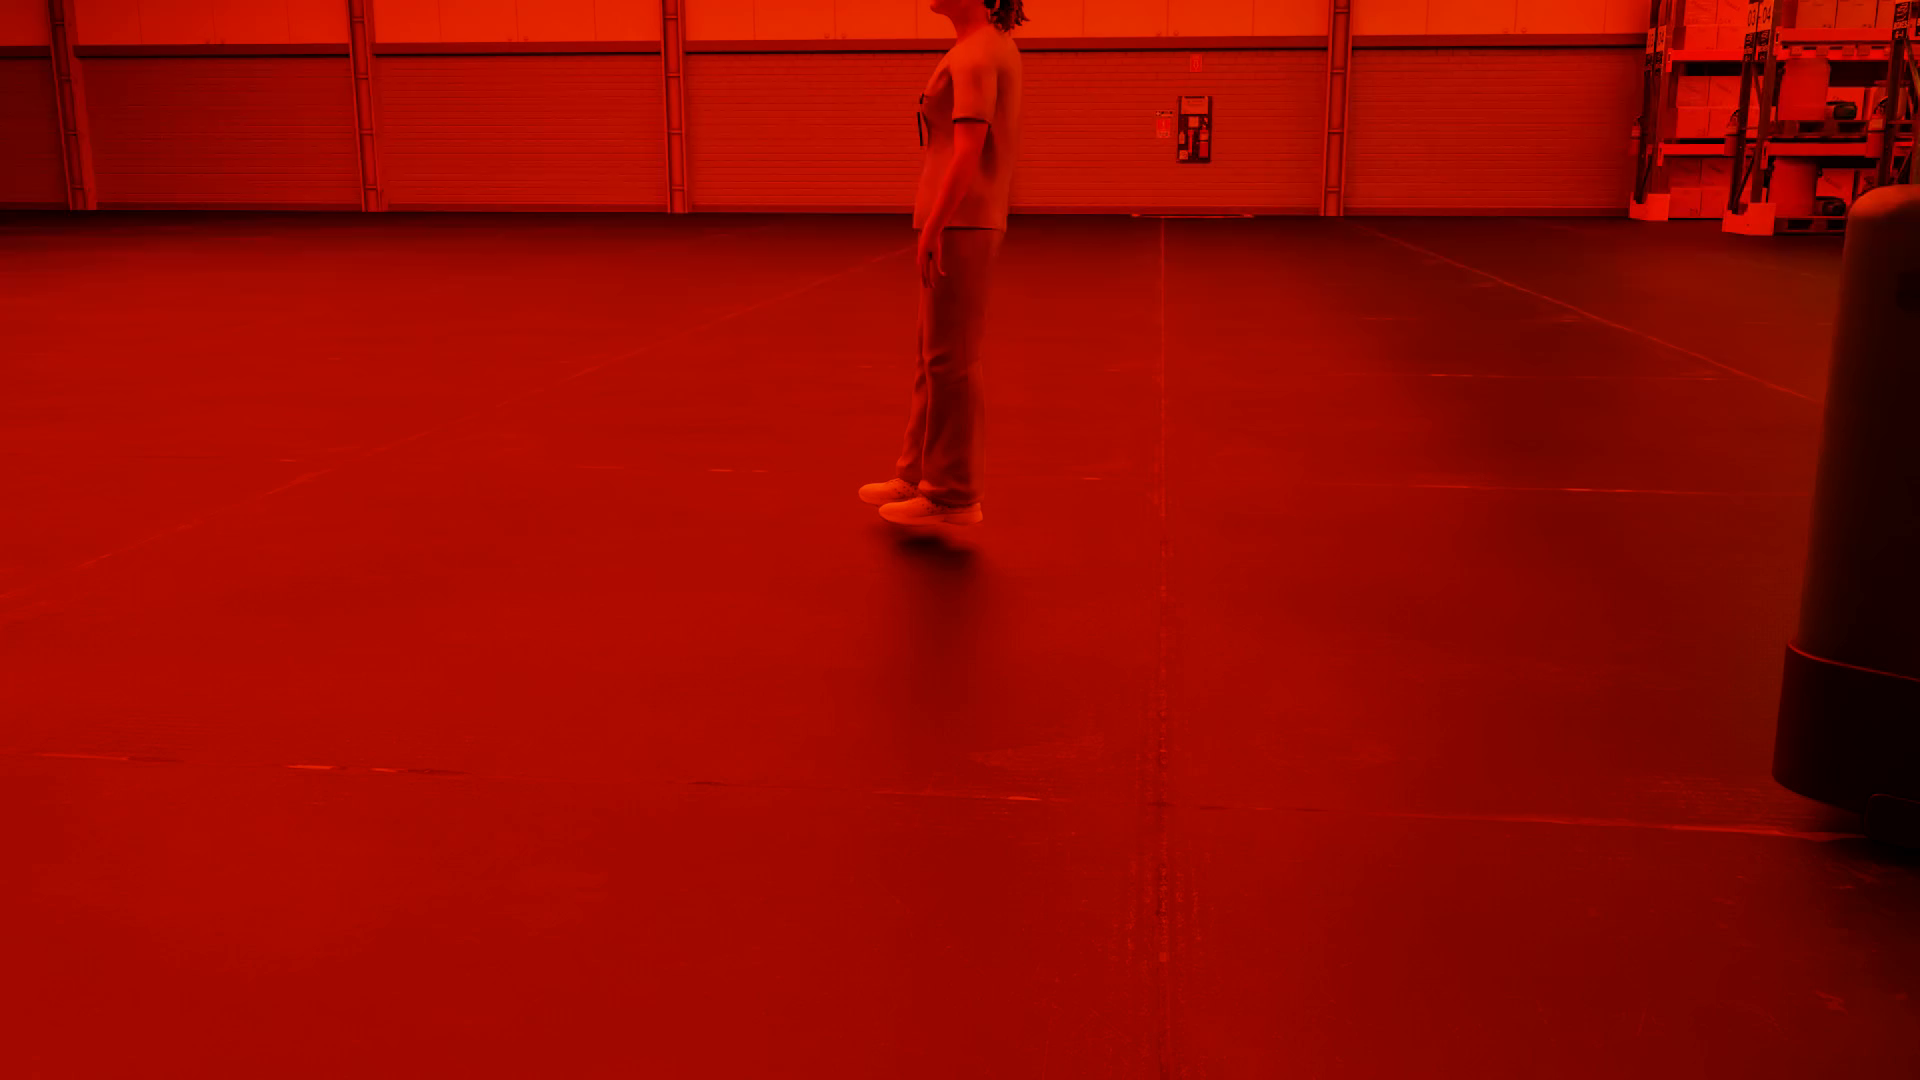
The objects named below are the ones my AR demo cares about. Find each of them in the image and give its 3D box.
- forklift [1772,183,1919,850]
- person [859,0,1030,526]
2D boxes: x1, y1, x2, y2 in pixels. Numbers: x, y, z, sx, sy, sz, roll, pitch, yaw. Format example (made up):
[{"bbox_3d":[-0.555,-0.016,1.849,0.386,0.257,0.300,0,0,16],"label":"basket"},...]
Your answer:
[{"bbox_3d":[2.777,-0.771,1.809,1.130,2.935,3.031,-12,18,-42],"label":"forklift"},{"bbox_3d":[-0.072,-0.867,4.766,0.547,1.673,0.550,2,13,7],"label":"person"}]
